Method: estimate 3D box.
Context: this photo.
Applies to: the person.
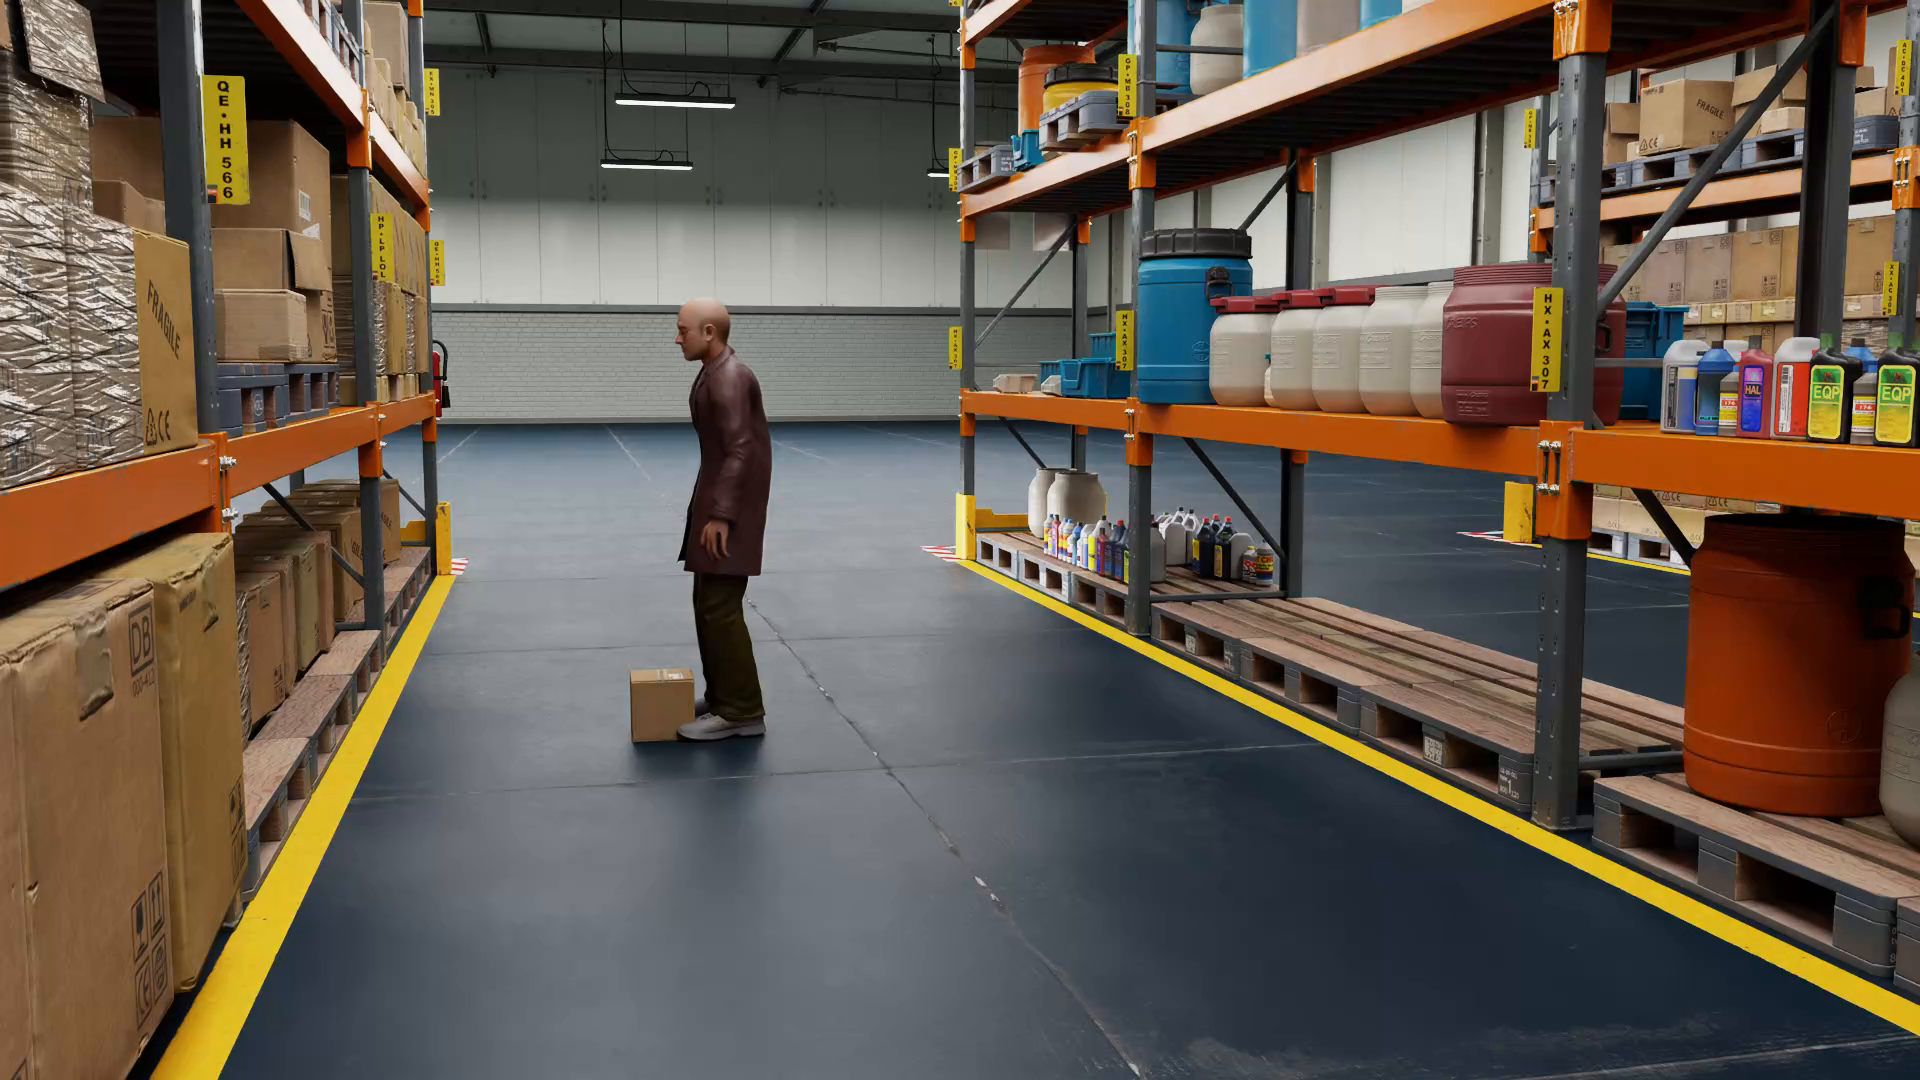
[{"bbox_3d":[-0.979,-0.094,6.776,0.420,1.774,0.643,-1,6,-14],"label":"person"}]
